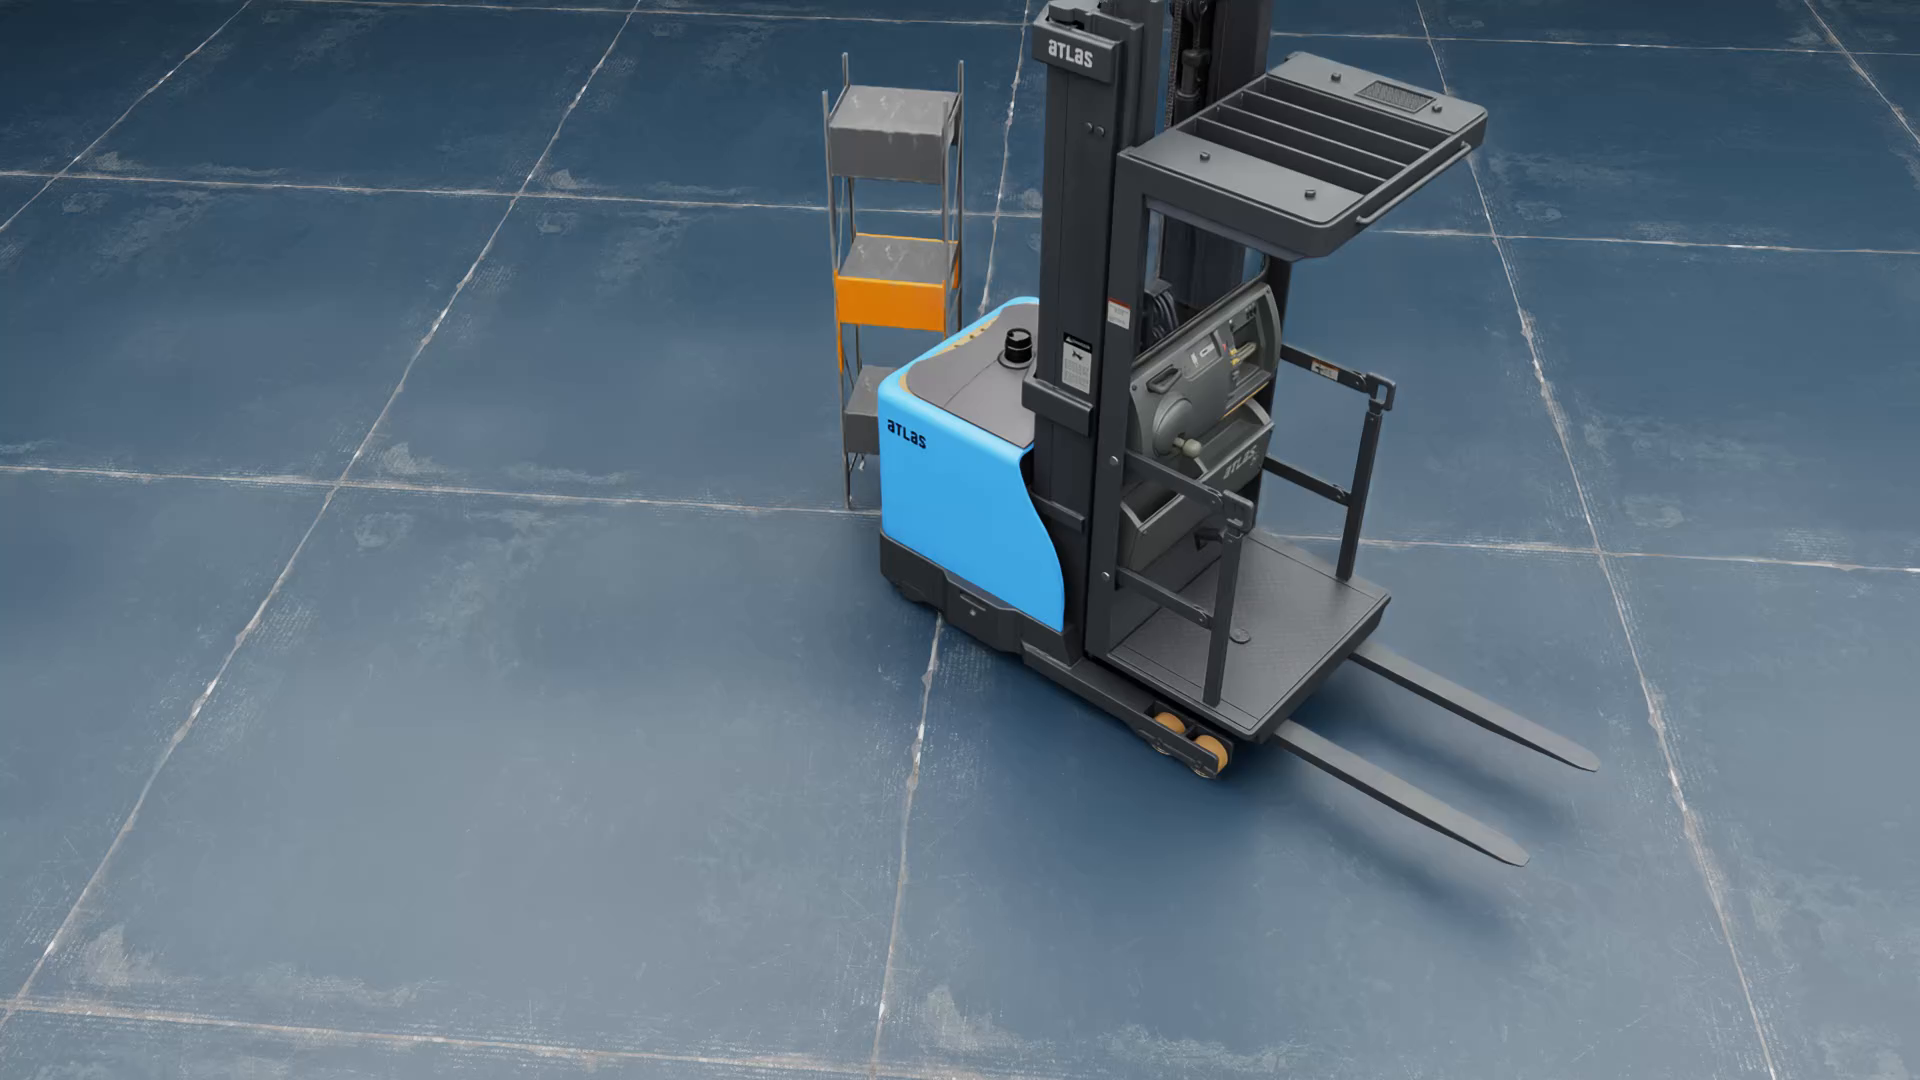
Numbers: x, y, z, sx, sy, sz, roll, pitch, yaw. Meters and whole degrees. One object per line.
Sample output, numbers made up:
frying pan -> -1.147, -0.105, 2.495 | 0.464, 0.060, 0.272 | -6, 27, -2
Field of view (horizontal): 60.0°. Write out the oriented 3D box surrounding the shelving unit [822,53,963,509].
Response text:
shelving unit -> -0.267, -1.062, 7.391 | 0.503, 2.100, 0.431 | 6, 40, 7

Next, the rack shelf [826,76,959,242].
rack shelf -> -0.267, -1.594, 6.958 | 0.480, 0.518, 0.431 | 6, 40, 7

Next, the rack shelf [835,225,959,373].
rack shelf -> -0.267, -1.051, 7.400 | 0.480, 0.518, 0.431 | 6, 40, 7

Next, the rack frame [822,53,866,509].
rack frame -> -0.508, -1.087, 7.423 | 0.015, 2.100, 0.400 | 6, 40, 7

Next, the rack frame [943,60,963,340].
rack frame -> -0.026, -1.037, 7.360 | 0.015, 2.100, 0.400 | 6, 40, 7

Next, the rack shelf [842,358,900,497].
rack shelf -> -0.267, -0.509, 7.842 | 0.480, 0.518, 0.431 | 6, 40, 7

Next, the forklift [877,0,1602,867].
forklift -> 1.089, -0.575, 6.135 | 3.031, 2.935, 1.130 | 28, 47, 30
